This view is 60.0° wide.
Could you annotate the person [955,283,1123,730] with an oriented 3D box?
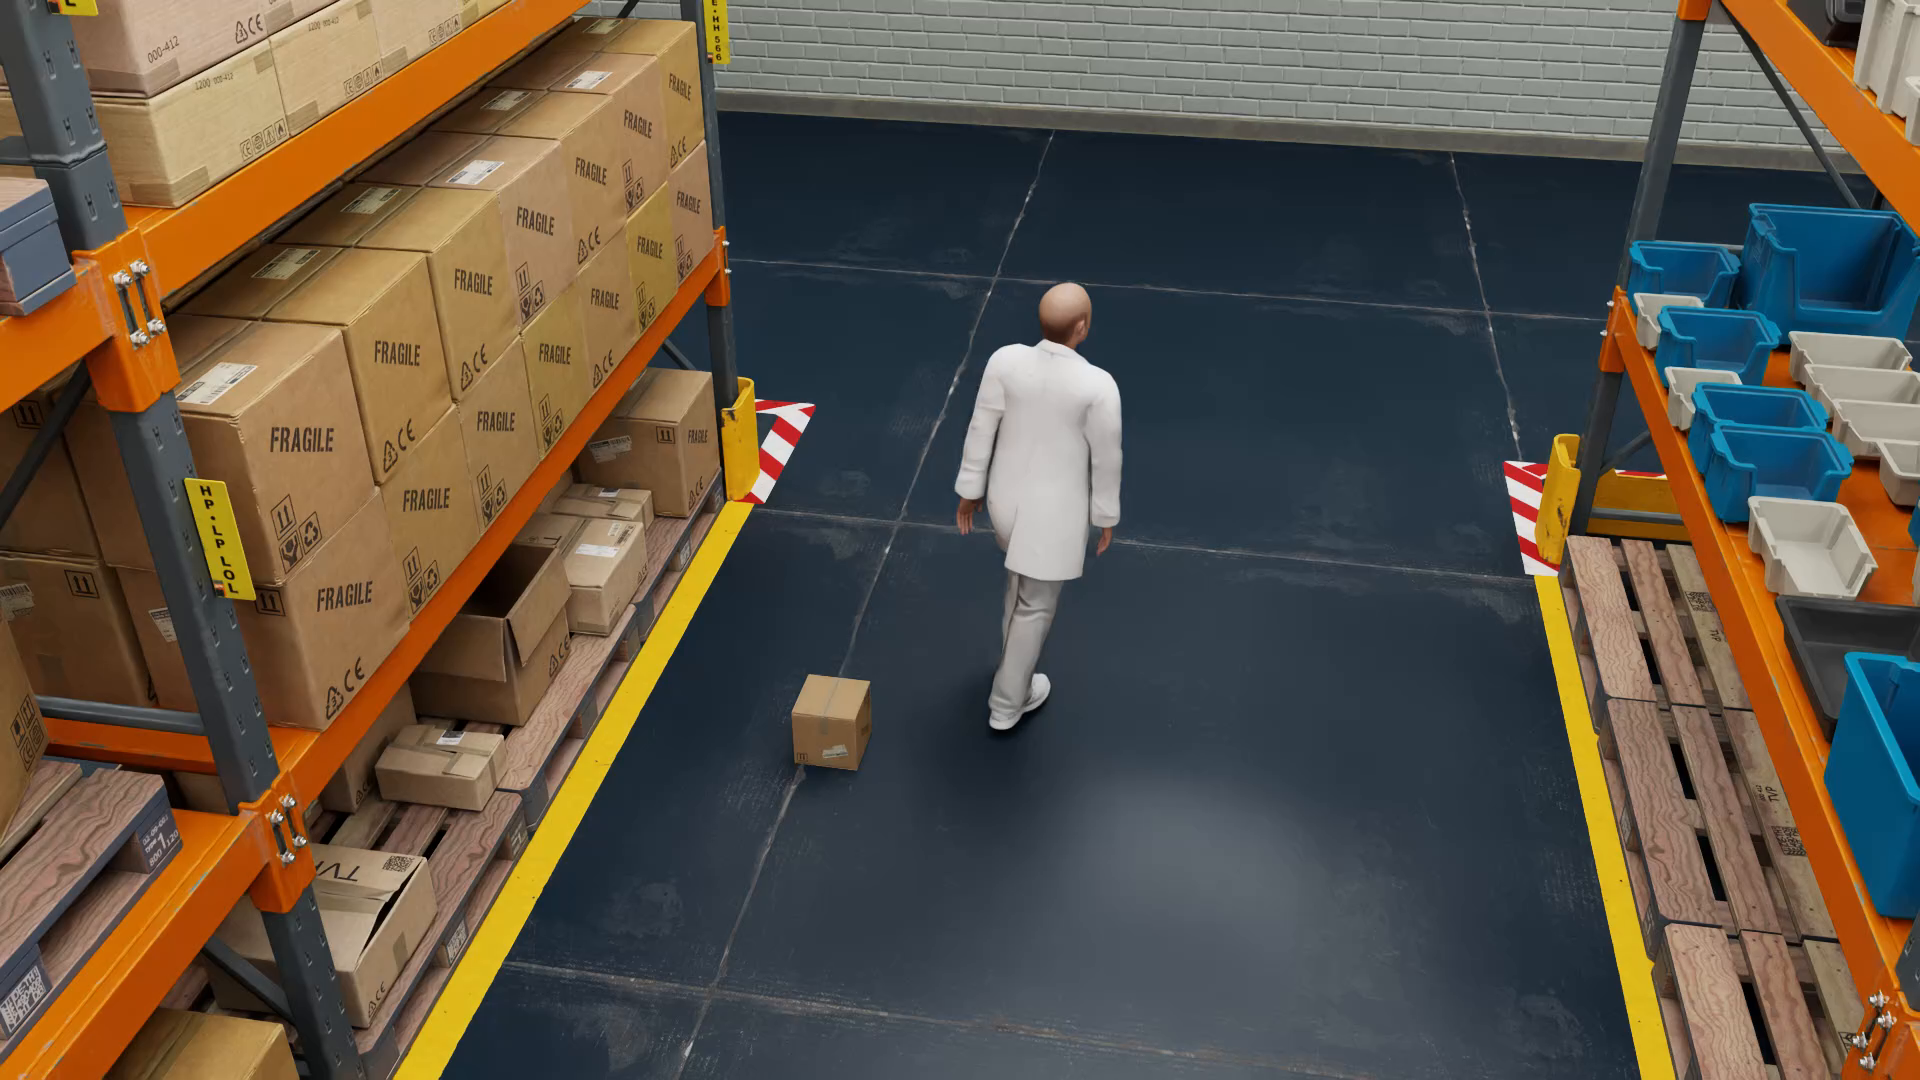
[{"bbox_3d":[0.293,-0.095,6.308,0.616,1.804,0.587,19,37,28],"label":"person"}]
